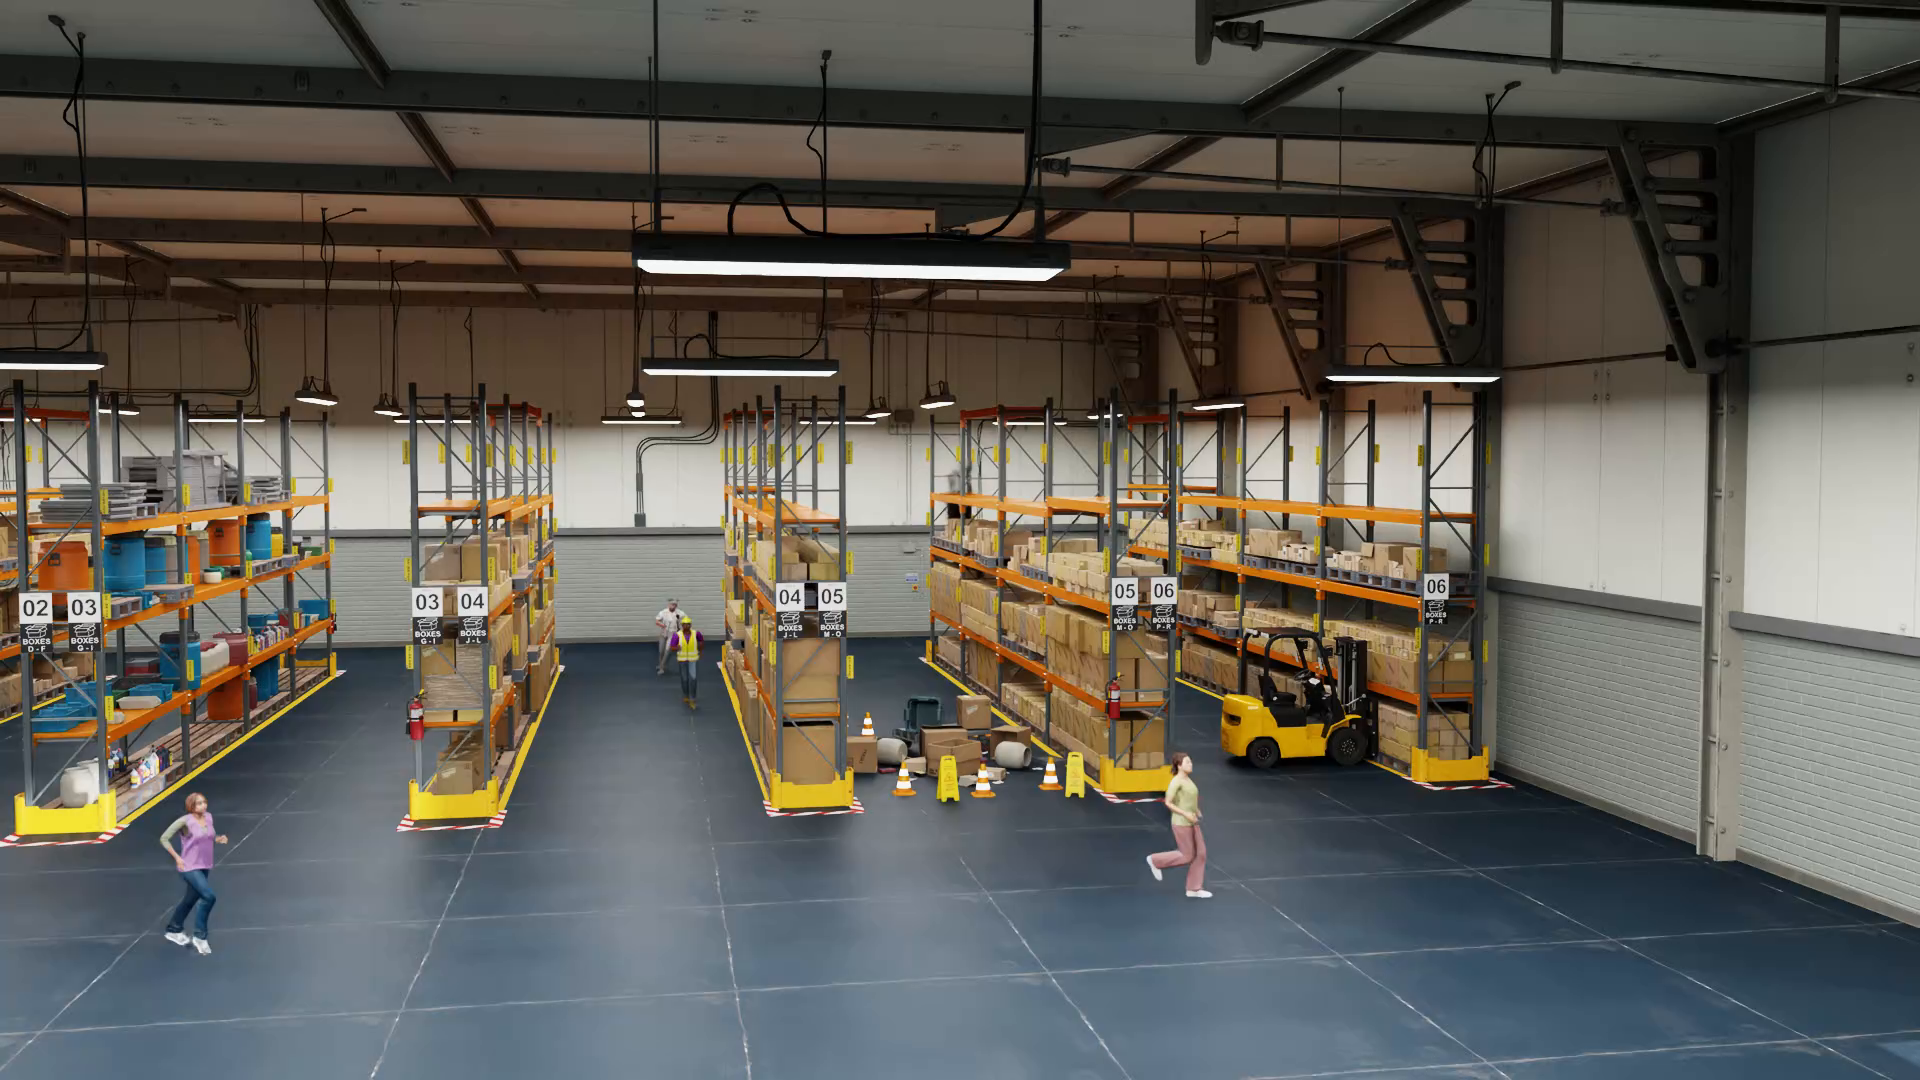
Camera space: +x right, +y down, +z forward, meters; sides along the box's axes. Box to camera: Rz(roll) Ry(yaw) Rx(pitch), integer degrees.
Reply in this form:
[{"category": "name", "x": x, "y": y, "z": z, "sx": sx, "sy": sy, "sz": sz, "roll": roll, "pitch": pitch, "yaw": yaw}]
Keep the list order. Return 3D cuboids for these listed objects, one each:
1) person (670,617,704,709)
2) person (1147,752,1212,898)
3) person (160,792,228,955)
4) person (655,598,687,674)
[{"category": "person", "x": -5.438, "y": 2.445, "z": 33.149, "sx": 0.676, "sy": 1.831, "sz": 0.787, "roll": 0, "pitch": 3, "yaw": -8}, {"category": "person", "x": 2.522, "y": 3.226, "z": 18.917, "sx": 0.776, "sy": 1.637, "sz": 0.579, "roll": 2, "pitch": 3, "yaw": 30}, {"category": "person", "x": -7.733, "y": 3.361, "z": 16.832, "sx": 0.707, "sy": 1.646, "sz": 0.507, "roll": 1, "pitch": 3, "yaw": 14}, {"category": "person", "x": -6.706, "y": 2.219, "z": 38.455, "sx": 0.761, "sy": 1.775, "sz": 0.813, "roll": 0, "pitch": 3, "yaw": 1}]
